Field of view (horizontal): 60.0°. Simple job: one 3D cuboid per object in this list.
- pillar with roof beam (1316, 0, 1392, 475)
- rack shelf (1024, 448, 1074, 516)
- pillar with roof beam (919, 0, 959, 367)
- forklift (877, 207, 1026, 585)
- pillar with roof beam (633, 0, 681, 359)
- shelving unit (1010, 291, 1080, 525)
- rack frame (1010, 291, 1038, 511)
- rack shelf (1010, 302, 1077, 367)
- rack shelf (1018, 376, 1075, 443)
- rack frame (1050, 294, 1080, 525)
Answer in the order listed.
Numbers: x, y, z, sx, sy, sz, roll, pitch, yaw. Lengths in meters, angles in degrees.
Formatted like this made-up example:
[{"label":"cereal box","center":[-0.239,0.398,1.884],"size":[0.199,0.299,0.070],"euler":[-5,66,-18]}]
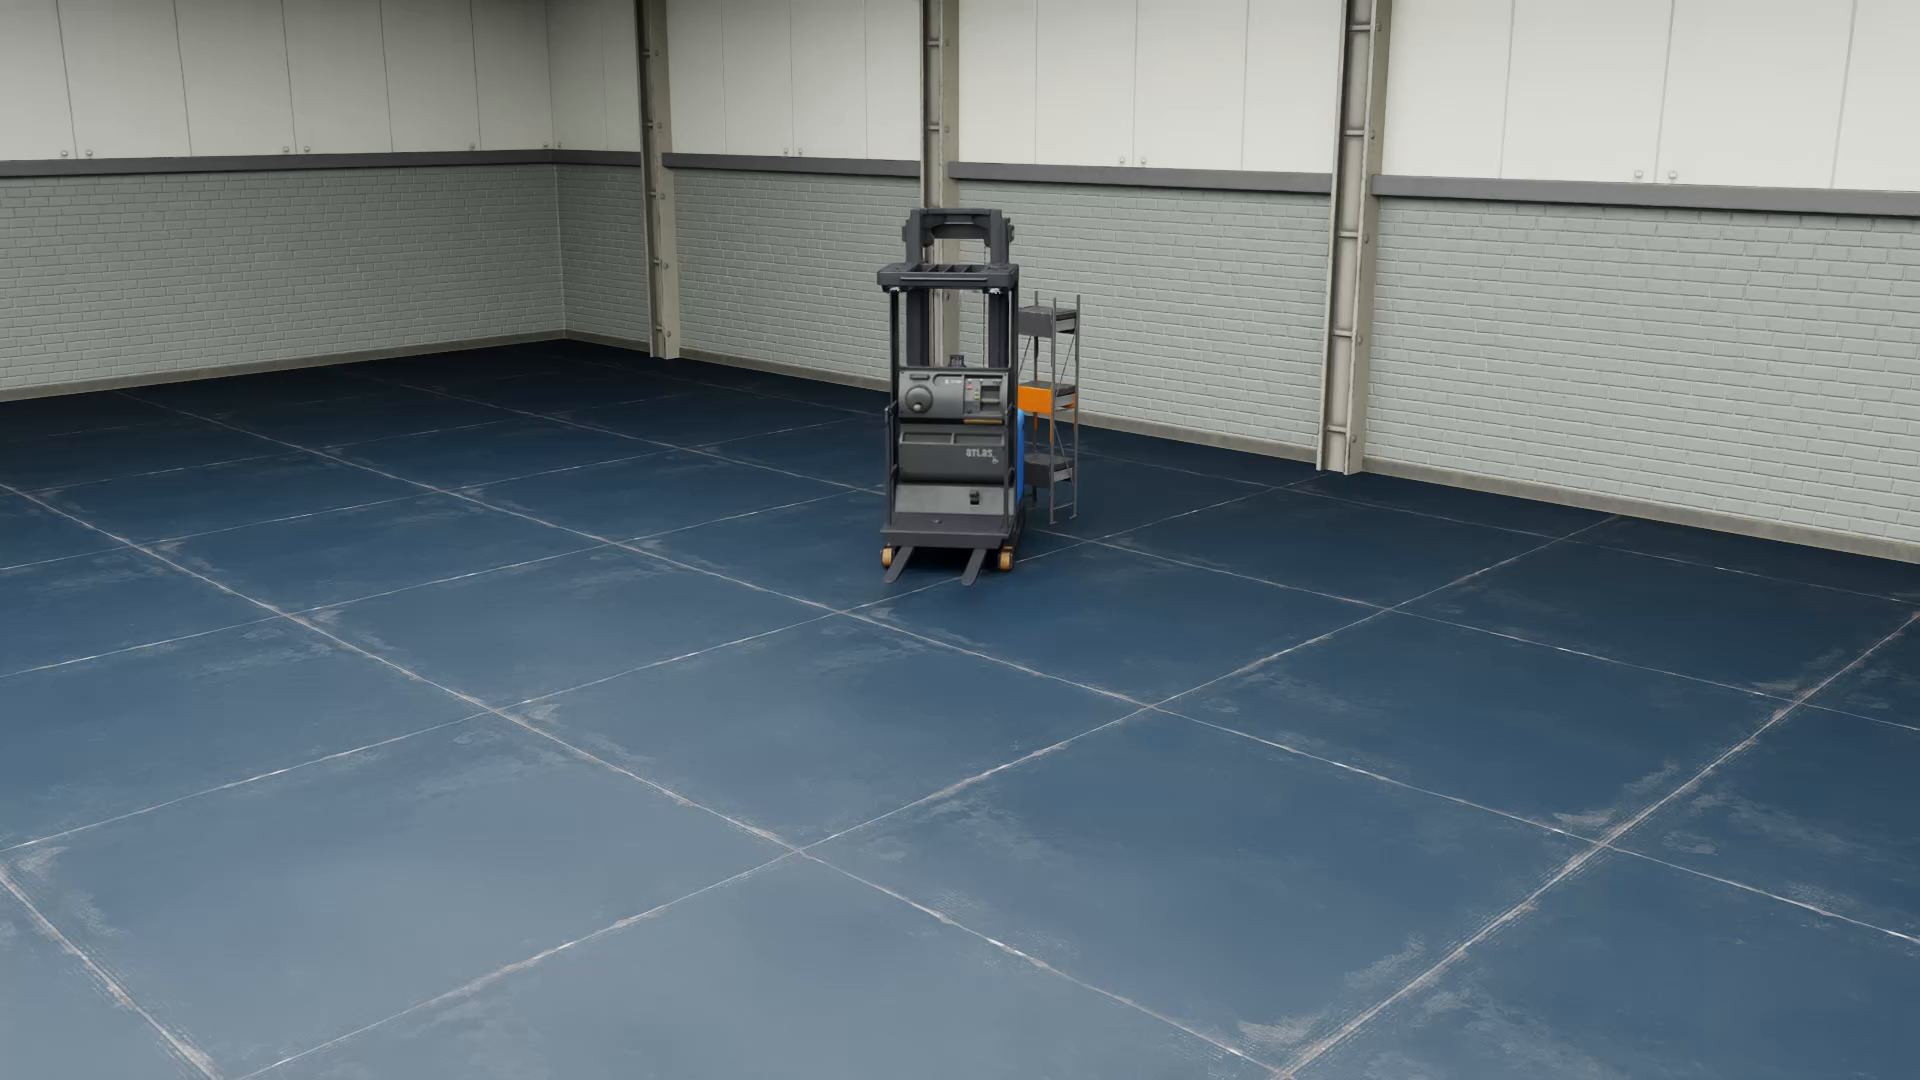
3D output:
[{"label":"pillar with roof beam","center":[1.074,-4.321,13.667],"size":[0.400,9.000,9.100],"euler":[14,20,42]},{"label":"rack shelf","center":[0.784,-0.548,15.700],"size":[0.480,0.518,0.431],"euler":[12,19,39]},{"label":"pillar with roof beam","center":[-3.245,-5.371,17.697],"size":[0.400,9.000,9.100],"euler":[14,20,42]},{"label":"forklift","center":[-0.077,-1.249,13.913],"size":[1.130,2.935,3.031],"euler":[2,15,6]},{"label":"pillar with roof beam","center":[-7.565,-6.421,21.727],"size":[0.400,9.000,9.100],"euler":[14,20,42]},{"label":"shelving unit","center":[0.783,-1.238,15.519],"size":[0.503,2.100,0.431],"euler":[12,19,39]},{"label":"rack frame","center":[0.597,-1.278,15.672],"size":[0.015,2.100,0.400],"euler":[12,19,39]},{"label":"rack shelf","center":[0.783,-1.902,15.346],"size":[0.480,0.518,0.431],"euler":[12,19,39]},{"label":"rack shelf","center":[0.783,-1.225,15.523],"size":[0.480,0.518,0.431],"euler":[12,19,39]},{"label":"rack frame","center":[0.970,-1.199,15.367],"size":[0.015,2.100,0.400],"euler":[12,19,39]}]
